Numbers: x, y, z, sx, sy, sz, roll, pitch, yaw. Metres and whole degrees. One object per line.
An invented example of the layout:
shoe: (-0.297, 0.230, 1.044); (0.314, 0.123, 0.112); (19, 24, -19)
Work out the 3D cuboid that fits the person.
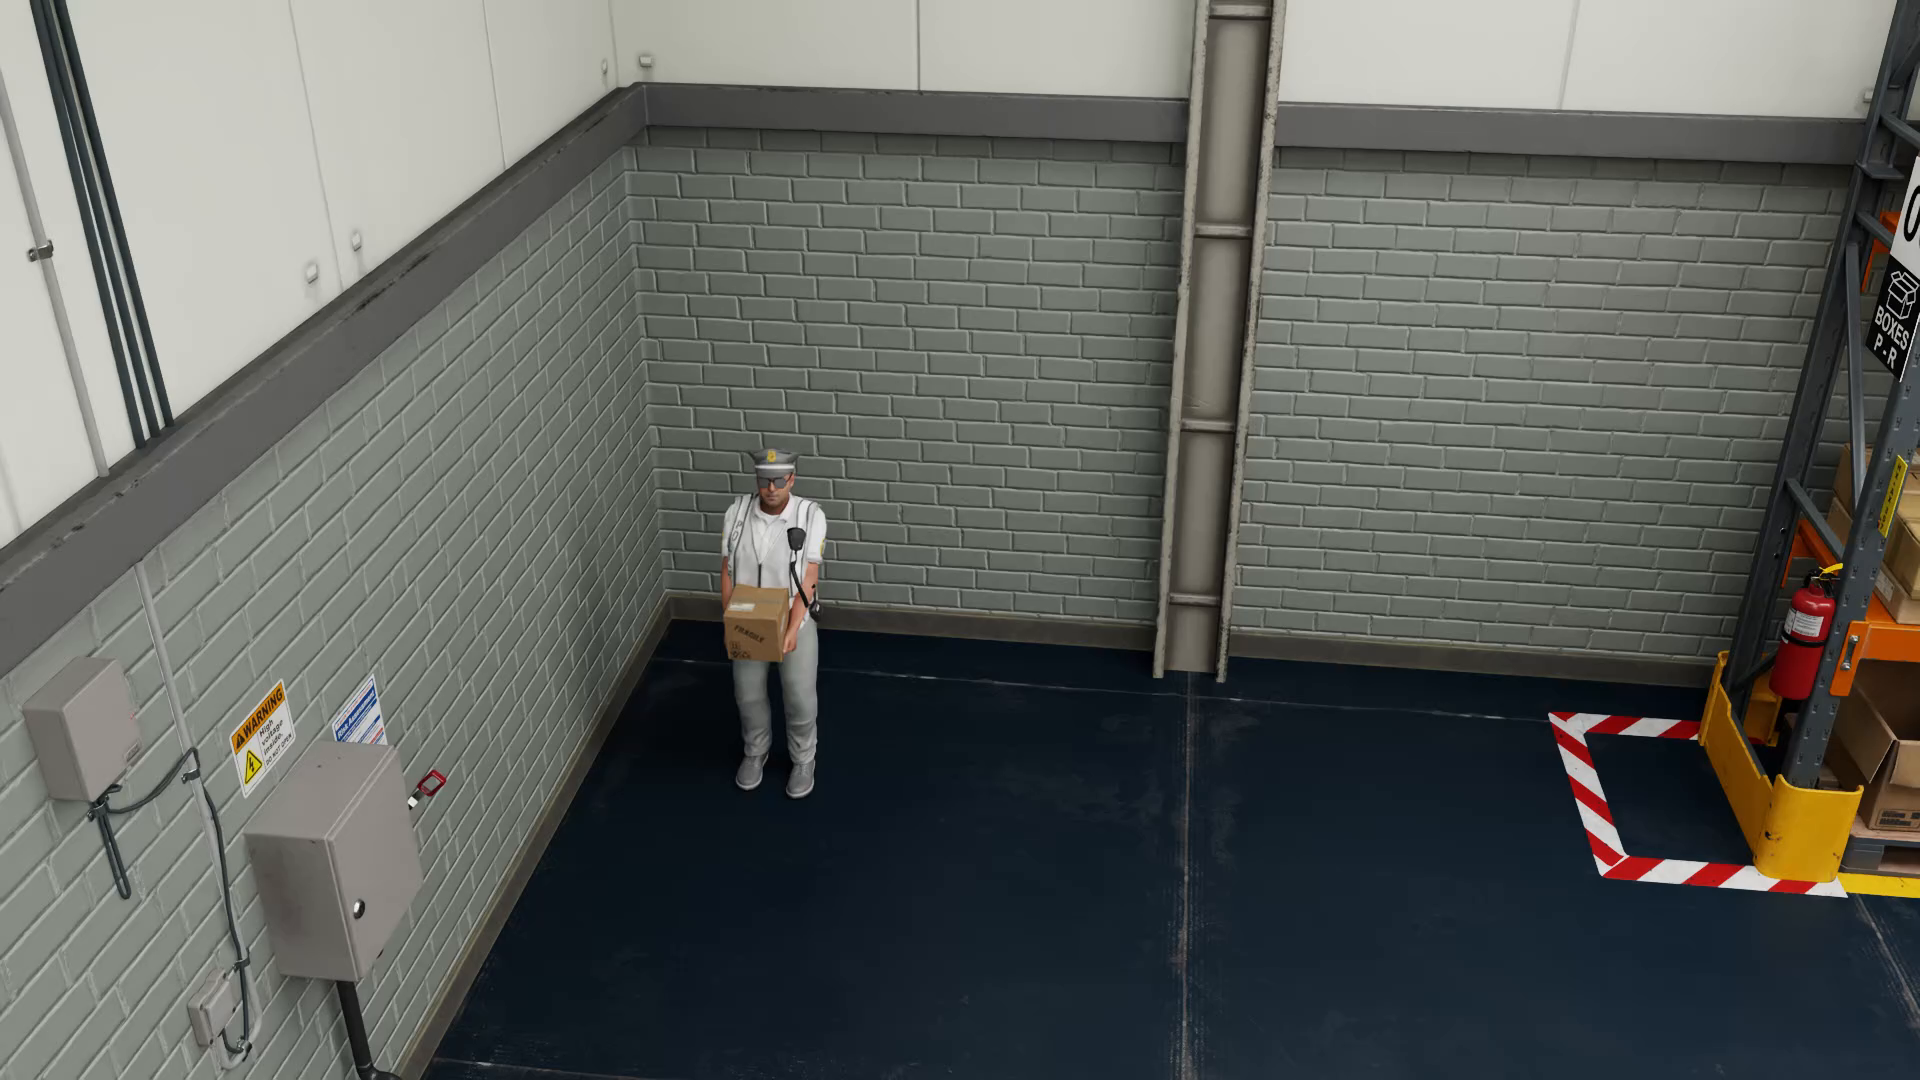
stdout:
person: (-0.878, 0.404, 7.841); (0.493, 1.767, 0.566); (4, 28, 7)
